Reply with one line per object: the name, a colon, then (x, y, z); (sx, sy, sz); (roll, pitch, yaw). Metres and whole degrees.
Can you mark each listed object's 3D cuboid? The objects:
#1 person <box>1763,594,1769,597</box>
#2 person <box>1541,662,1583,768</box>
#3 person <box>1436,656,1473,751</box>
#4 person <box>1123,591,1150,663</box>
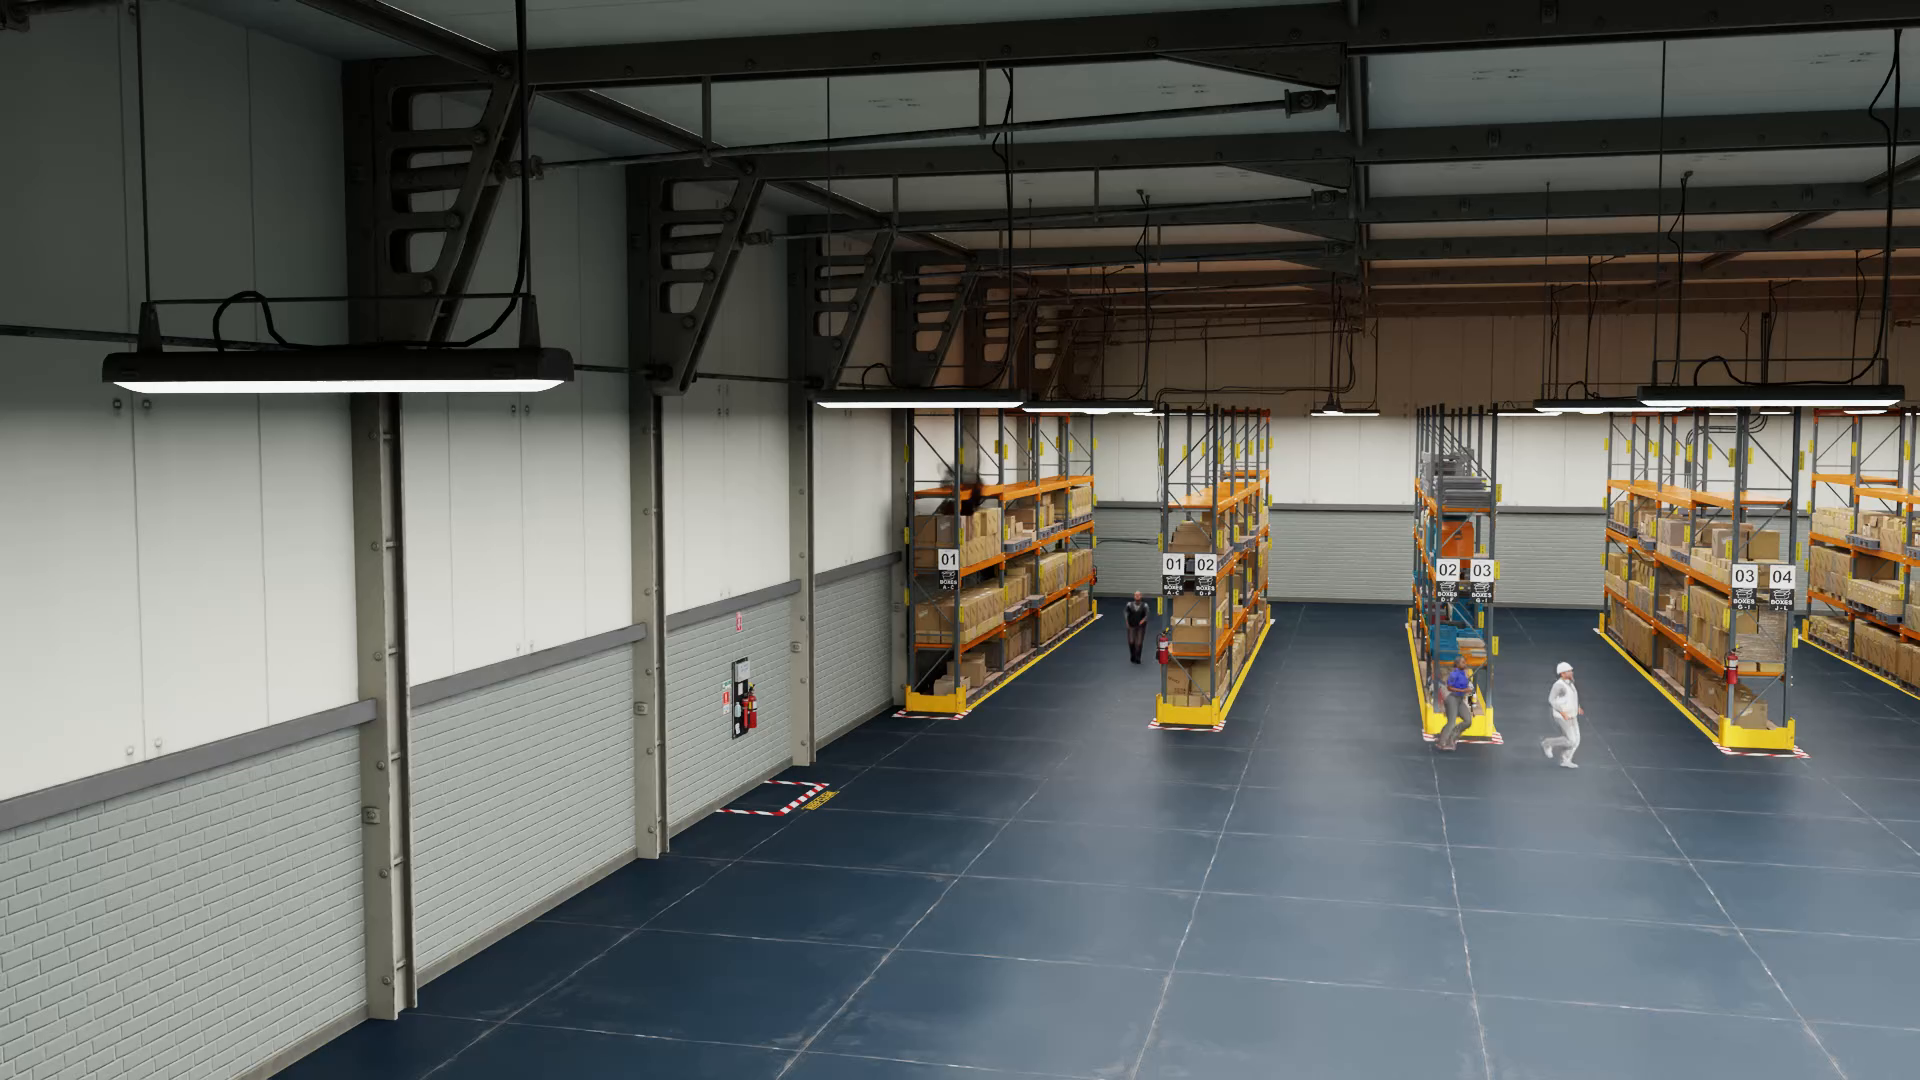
person: (20.555, 1.811, 42.611); (0.595, 1.624, 0.548); (3, 5, 34)
person: (9.915, 2.876, 27.371); (0.586, 1.730, 0.663); (4, 6, 43)
person: (8.626, 2.833, 28.720); (0.586, 1.625, 0.628); (-4, 6, -42)
person: (4.122, 2.052, 38.866); (0.642, 1.703, 0.542); (1, 4, 9)
